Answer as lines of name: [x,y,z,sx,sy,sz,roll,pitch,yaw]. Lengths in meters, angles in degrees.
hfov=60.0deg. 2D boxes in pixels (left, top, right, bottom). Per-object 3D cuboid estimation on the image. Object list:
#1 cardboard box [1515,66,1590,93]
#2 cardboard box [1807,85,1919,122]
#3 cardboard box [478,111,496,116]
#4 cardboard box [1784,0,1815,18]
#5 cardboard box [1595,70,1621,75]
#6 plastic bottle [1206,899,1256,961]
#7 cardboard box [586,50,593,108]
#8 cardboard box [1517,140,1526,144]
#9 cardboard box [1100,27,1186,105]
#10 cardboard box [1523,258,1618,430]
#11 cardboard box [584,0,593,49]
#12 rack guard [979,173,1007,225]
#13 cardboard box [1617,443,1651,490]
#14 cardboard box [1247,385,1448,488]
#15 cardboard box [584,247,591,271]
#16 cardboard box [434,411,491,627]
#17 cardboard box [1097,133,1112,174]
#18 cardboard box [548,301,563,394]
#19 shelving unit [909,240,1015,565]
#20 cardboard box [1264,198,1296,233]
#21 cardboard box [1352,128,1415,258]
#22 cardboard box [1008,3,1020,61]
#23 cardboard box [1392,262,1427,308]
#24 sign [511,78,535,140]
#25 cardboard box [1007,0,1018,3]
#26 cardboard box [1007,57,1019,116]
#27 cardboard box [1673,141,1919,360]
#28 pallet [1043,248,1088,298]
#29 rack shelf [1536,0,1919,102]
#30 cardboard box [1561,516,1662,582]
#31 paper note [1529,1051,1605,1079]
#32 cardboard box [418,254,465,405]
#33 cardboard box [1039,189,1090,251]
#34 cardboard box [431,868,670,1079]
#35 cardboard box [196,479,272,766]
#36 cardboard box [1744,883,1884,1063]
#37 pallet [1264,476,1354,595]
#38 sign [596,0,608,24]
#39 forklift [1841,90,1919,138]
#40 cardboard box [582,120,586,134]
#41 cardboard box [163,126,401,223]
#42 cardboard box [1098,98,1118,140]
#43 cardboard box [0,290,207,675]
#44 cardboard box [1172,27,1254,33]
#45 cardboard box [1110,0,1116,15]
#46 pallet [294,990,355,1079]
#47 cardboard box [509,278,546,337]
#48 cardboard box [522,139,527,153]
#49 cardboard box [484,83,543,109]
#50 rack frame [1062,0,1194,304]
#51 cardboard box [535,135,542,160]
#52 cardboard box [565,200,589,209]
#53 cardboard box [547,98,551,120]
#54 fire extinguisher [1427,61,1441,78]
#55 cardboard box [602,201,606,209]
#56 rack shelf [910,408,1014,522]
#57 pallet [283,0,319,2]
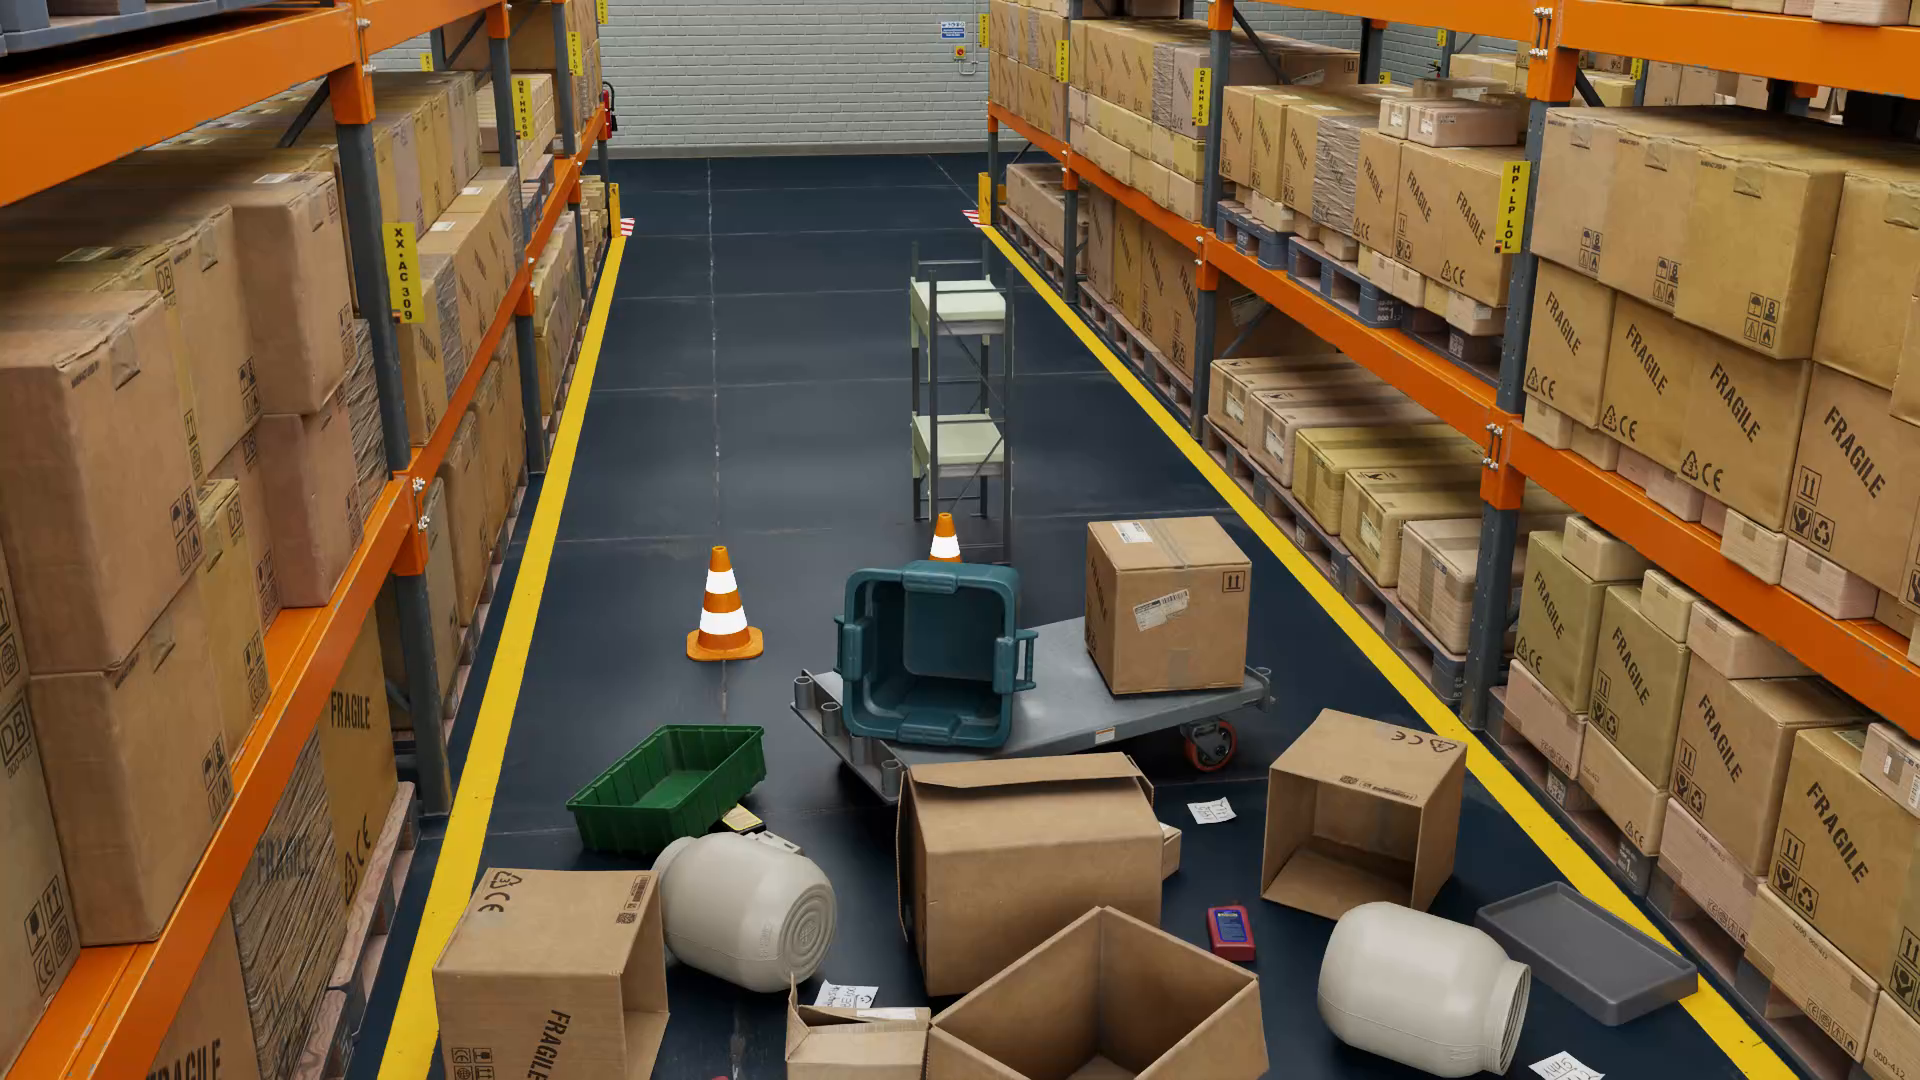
cardboard box: [5.754,-4.458,16.154,0.500,0.250,0.500,-3,21,-9]
cardboard box: [6.446,-3.116,12.025,0.797,0.503,0.637,-3,21,-9]
cardboard box: [-2.878,-2.485,9.990,0.380,0.149,0.250,-3,21,-8]
cardboard box: [2.483,-1.491,4.492,0.380,0.149,0.250,-4,21,-9]
cardboard box: [6.332,-4.307,15.749,0.500,0.250,0.500,-2,21,-7]
plastic bottle: [0.860,1.239,5.311,0.133,0.061,0.283,1,20,2]
cardboard box: [-3.551,-4.066,14.747,0.500,0.500,0.500,-2,21,-5]
cardboard box: [2.673,-1.412,7.041,0.500,0.500,0.500,-3,21,-8]
cardboard box: [1.326,-3.449,12.091,0.500,0.500,0.500,-3,21,-9]
cardboard box: [2.317,-0.699,5.732,0.500,0.500,0.500,-3,21,-8]
cardboard box: [-3.615,-4.703,15.023,0.500,0.500,0.500,-2,21,-5]
rack guard: [0.796,-3.671,17.831,1.175,0.500,0.348,-3,21,-8]
cardboard box: [2.414,-0.261,5.486,0.380,0.149,0.250,-3,21,-8]
cardboard box: [2.139,-0.578,9.133,0.950,0.372,0.625,-3,21,-9]
cardboard box: [-3.243,-2.306,13.653,0.380,0.149,0.250,-2,21,-5]
cardboard box: [-2.668,-0.082,7.263,1.050,0.750,0.750,-3,21,-8]
cardboard box: [1.313,-2.856,12.289,0.500,0.250,0.500,-3,21,-8]
cardboard box: [-2.856,-1.237,10.712,0.500,0.500,0.500,-3,21,-7]
shelving unit: [0.001,-0.700,8.448,0.431,1.500,0.755,-3,21,-8]
cardboard box: [1.836,-1.728,8.815,0.380,0.149,0.250,-3,21,-7]
cardboard box: [2.095,-1.561,7.440,0.500,0.500,0.500,-2,21,-6]
cardboard box: [0.750,-4.812,15.741,0.500,0.500,0.500,-3,21,-8]
cardboard box: [2.089,-1.102,7.138,0.380,0.149,0.250,-3,21,-9]
sign: [-2.382,-2.351,9.068,0.100,0.325,0.005,-3,21,-8]
cardboard box: [0.665,-5.243,15.967,0.380,0.149,0.250,-4,21,-10]
cardboard box: [0.741,-4.349,15.931,0.500,0.500,0.500,-3,21,-8]
cardboard box: [2.476,-0.817,4.620,0.700,0.500,0.500,-3,21,-9]
pallet: [1.344,-2.410,14.866,1.003,0.211,1.213,-3,21,-8]
rack shelf: [2.818,-1.055,3.994,1.077,0.370,4.000,-3,21,-8]
cardboard box: [2.306,0.021,5.702,0.380,0.149,0.250,-3,21,-7]
paper note: [1.708,1.493,4.676,0.142,0.019,0.148,-11,23,-26]
cardboard box: [-2.237,-0.812,6.459,0.500,0.500,0.500,-3,21,-7]
cardboard box: [1.262,-2.978,15.464,0.875,0.438,0.875,-4,21,-9]
cardboard box: [-1.115,1.261,4.621,0.500,0.500,0.500,1,20,2]
cardboard box: [-2.051,0.223,3.617,0.875,0.550,0.500,-3,21,-8]
cardboard box: [2.575,1.170,4.625,0.500,0.250,0.500,-4,21,-10]
pallet: [2.237,-0.065,8.590,1.003,0.211,1.213,-3,21,-8]
sign: [-3.532,-5.261,16.407,0.100,0.325,0.005,-3,21,-8]
forklift: [4.728,-1.148,7.601,1.130,2.935,3.031,-3,21,-8]
cardboard box: [-3.463,-3.615,14.466,0.380,0.149,0.250,-2,21,-5]
cardboard box: [-2.508,-1.259,6.228,0.700,0.500,0.500,-3,21,-9]
cardboard box: [1.310,-3.091,12.205,0.500,0.250,0.500,-3,21,-7]
cardboard box: [-1.910,-0.102,2.946,0.875,0.550,0.550,-3,21,-8]
cardboard box: [1.825,-3.467,12.139,0.500,0.500,0.500,-2,21,-6]
cardboard box: [1.086,-4.455,13.859,0.380,0.149,0.250,-2,21,-6]
pallet: [-2.143,1.603,4.124,1.003,0.211,1.213,-3,21,-8]
cardboard box: [-2.791,-1.407,10.097,0.500,0.250,0.500,-4,21,-10]
cardboard box: [-2.957,-2.535,10.549,0.380,0.149,0.250,-3,21,-8]
cardboard box: [-3.144,-3.119,11.689,0.380,0.149,0.250,-3,21,-8]
rack frame: [1.376,-3.449,13.663,1.000,3.000,0.127,-3,21,-8]
cardboard box: [-3.064,-2.665,11.323,0.380,0.149,0.250,-2,21,-5]
cardboard box: [-3.552,-2.976,15.021,0.380,0.149,0.250,-3,21,-7]
cardboard box: [-3.216,-3.164,12.233,0.380,0.149,0.250,-3,21,-7]
fire extinguisher: [5.232,-4.902,18.197,0.296,0.674,0.183,-3,21,-8]
cardboard box: [-3.726,-3.381,16.531,0.380,0.149,0.250,-3,21,-9]
rack shelf: [0.001,-0.395,8.562,0.431,0.370,0.720,-3,21,-8]
pallet: [-2.535,-2.025,5.837,0.805,0.209,1.217,-4,21,-10]
